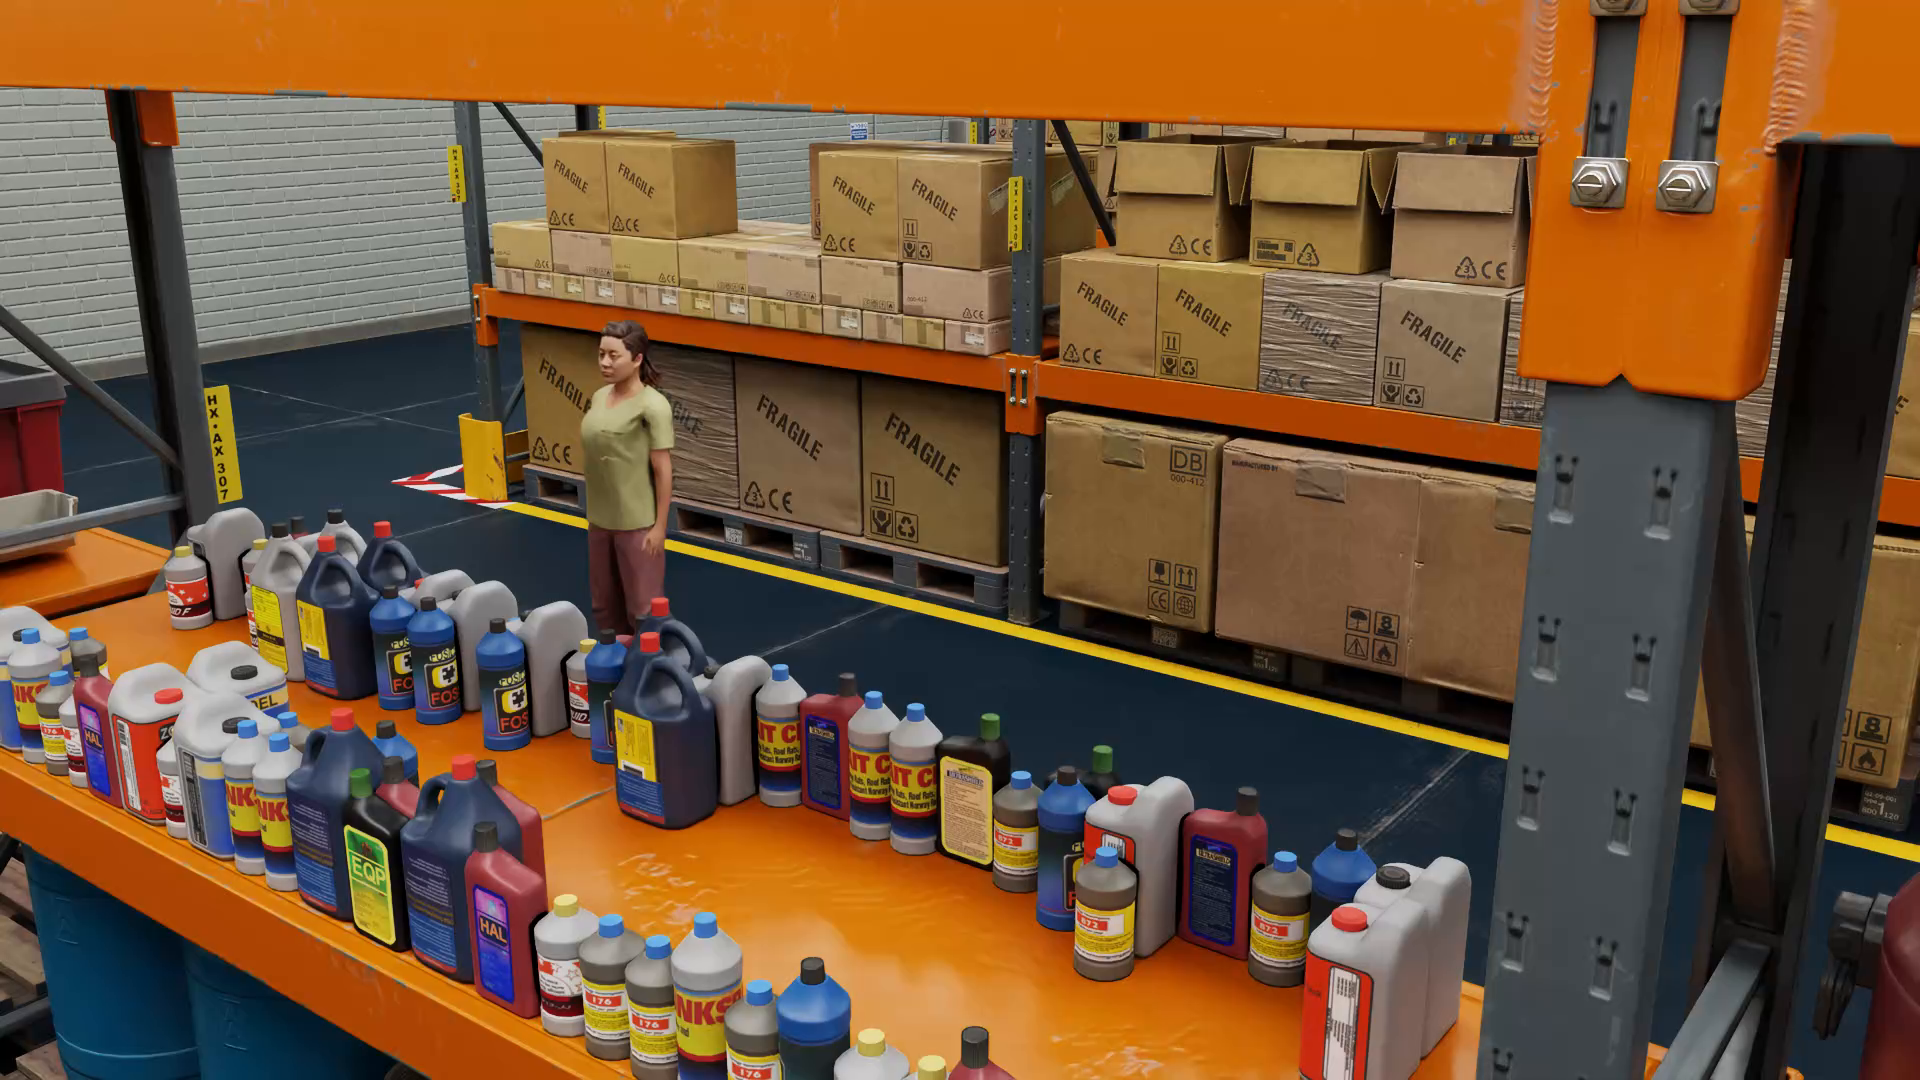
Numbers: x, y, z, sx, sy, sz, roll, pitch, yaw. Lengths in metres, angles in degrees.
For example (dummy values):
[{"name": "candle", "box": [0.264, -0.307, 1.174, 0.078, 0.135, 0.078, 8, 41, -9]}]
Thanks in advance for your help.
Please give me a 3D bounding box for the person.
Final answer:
[{"name": "person", "box": [-1.339, -0.065, 6.775, 0.439, 1.667, 0.357, 12, 21, 36]}]
